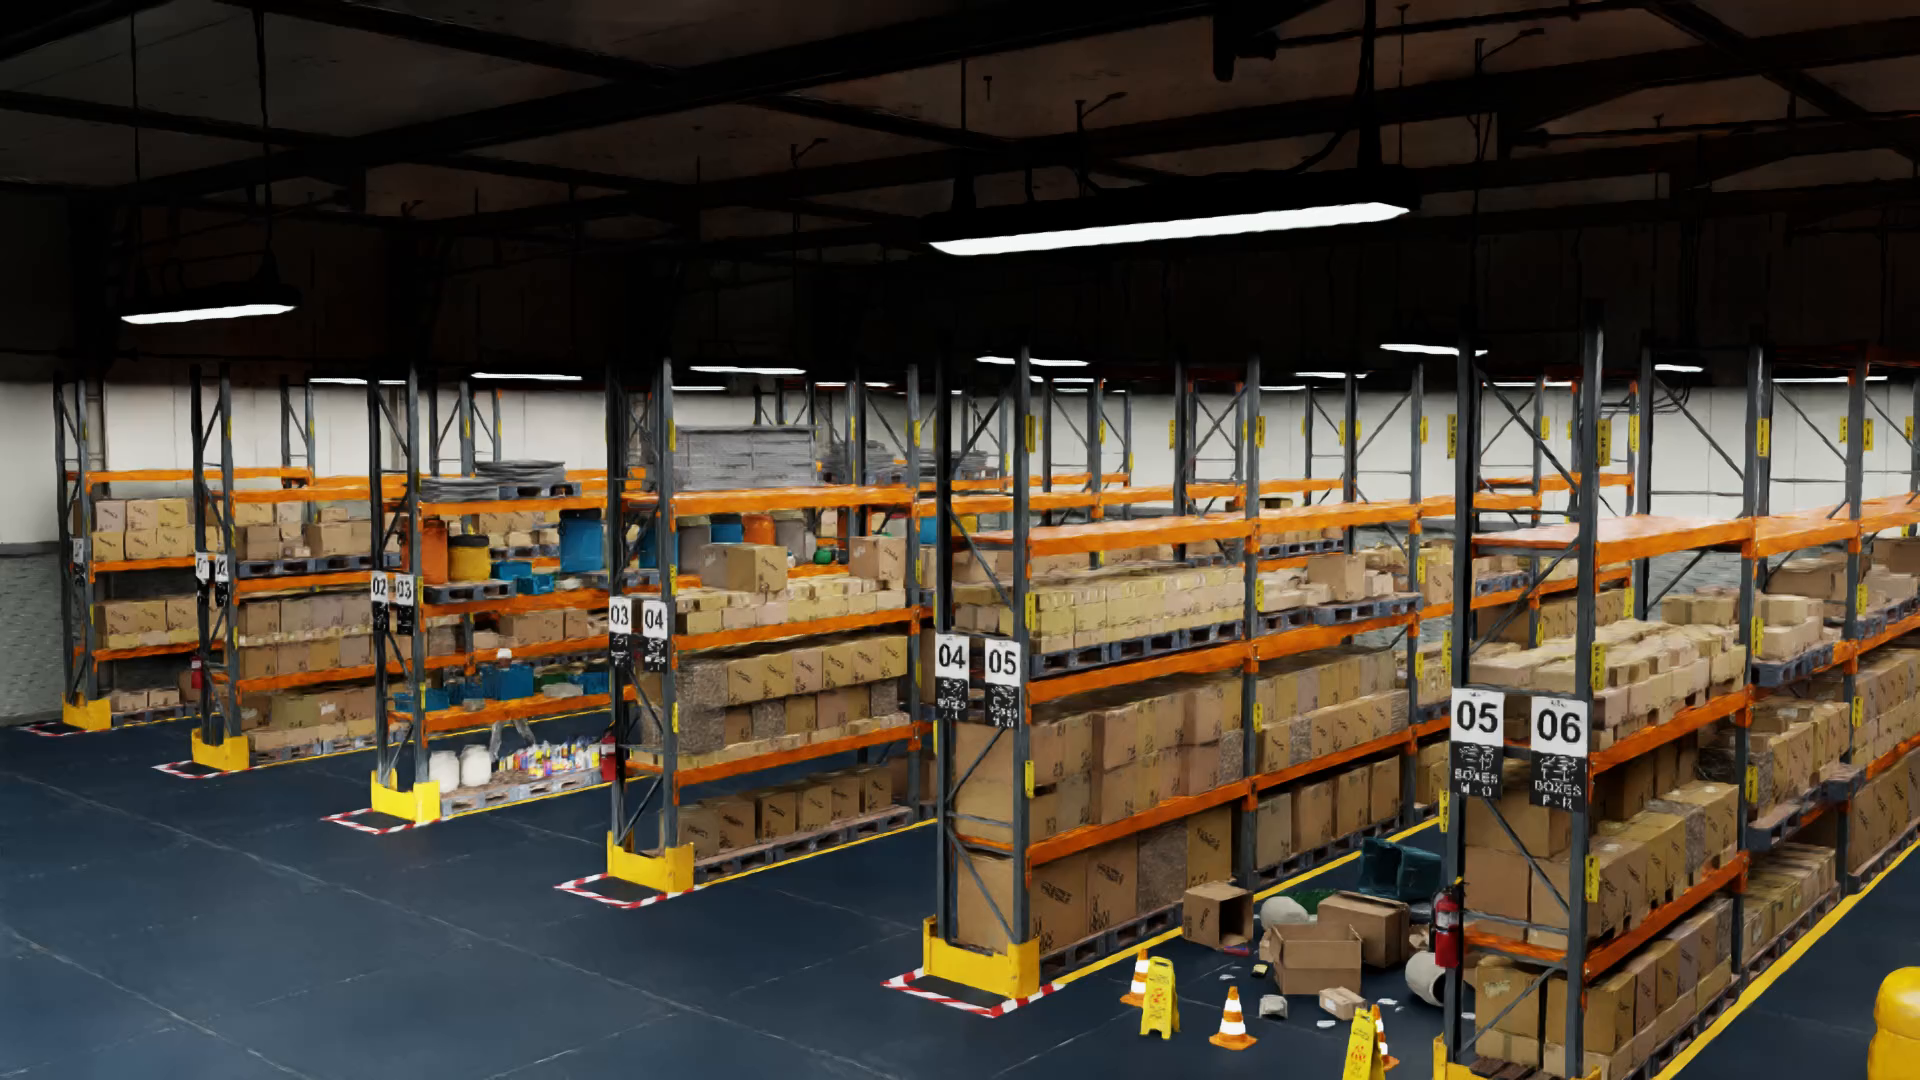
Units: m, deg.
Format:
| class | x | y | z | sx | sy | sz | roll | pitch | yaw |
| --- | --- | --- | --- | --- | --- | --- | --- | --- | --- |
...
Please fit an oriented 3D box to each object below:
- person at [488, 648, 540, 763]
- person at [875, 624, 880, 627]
| class | x | y | z | sx | sy | sz | roll | pitch | yaw |
| --- | --- | --- | --- | --- | --- | --- | --- | --- | --- |
| person | -6.814 | 2.490 | 25.148 | 0.553 | 1.725 | 1.020 | 3 | 5 | 39 |
| person | -1.759 | 1.480 | 38.799 | 0.644 | 1.750 | 0.436 | -2 | 5 | -28 |
